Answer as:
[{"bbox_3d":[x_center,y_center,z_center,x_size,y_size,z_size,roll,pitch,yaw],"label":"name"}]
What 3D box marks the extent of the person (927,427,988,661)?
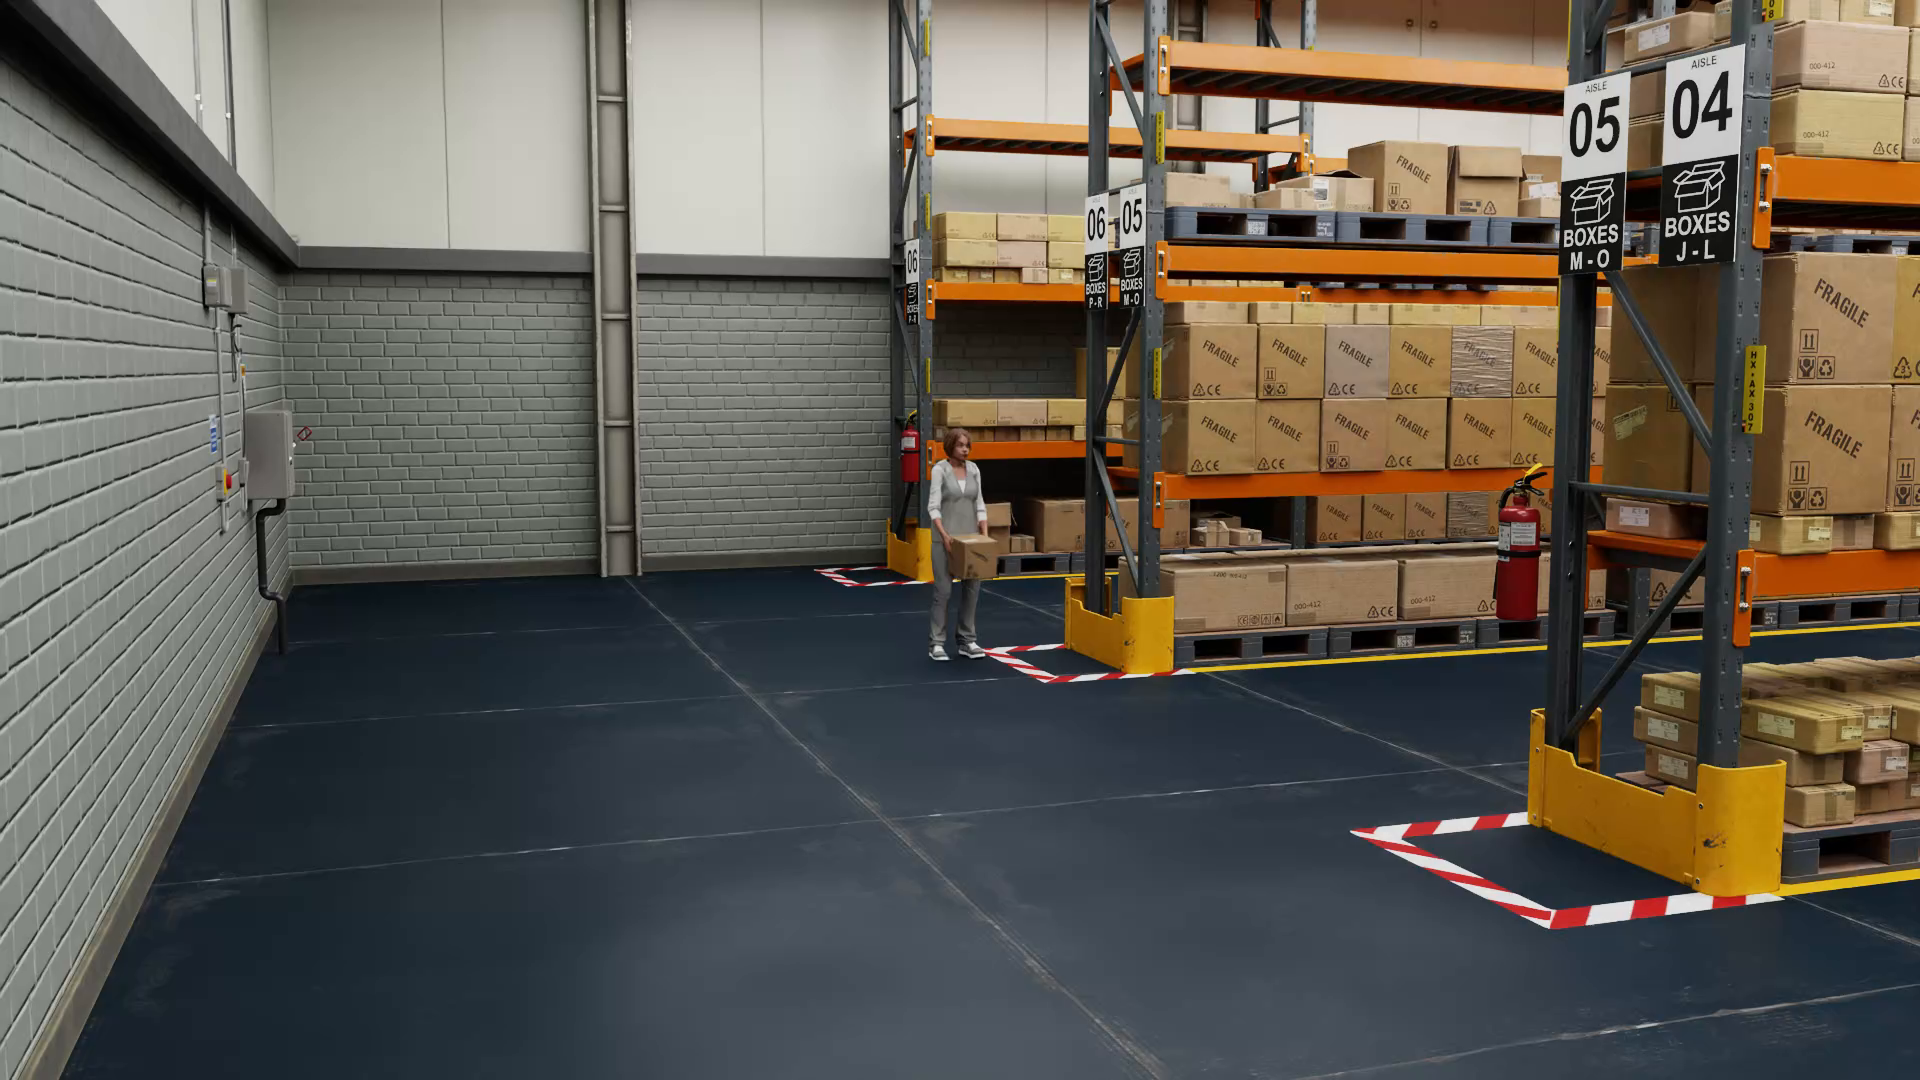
[{"bbox_3d":[-0.012,0.024,11.498,0.444,1.602,0.384,-3,7,-26],"label":"person"}]
